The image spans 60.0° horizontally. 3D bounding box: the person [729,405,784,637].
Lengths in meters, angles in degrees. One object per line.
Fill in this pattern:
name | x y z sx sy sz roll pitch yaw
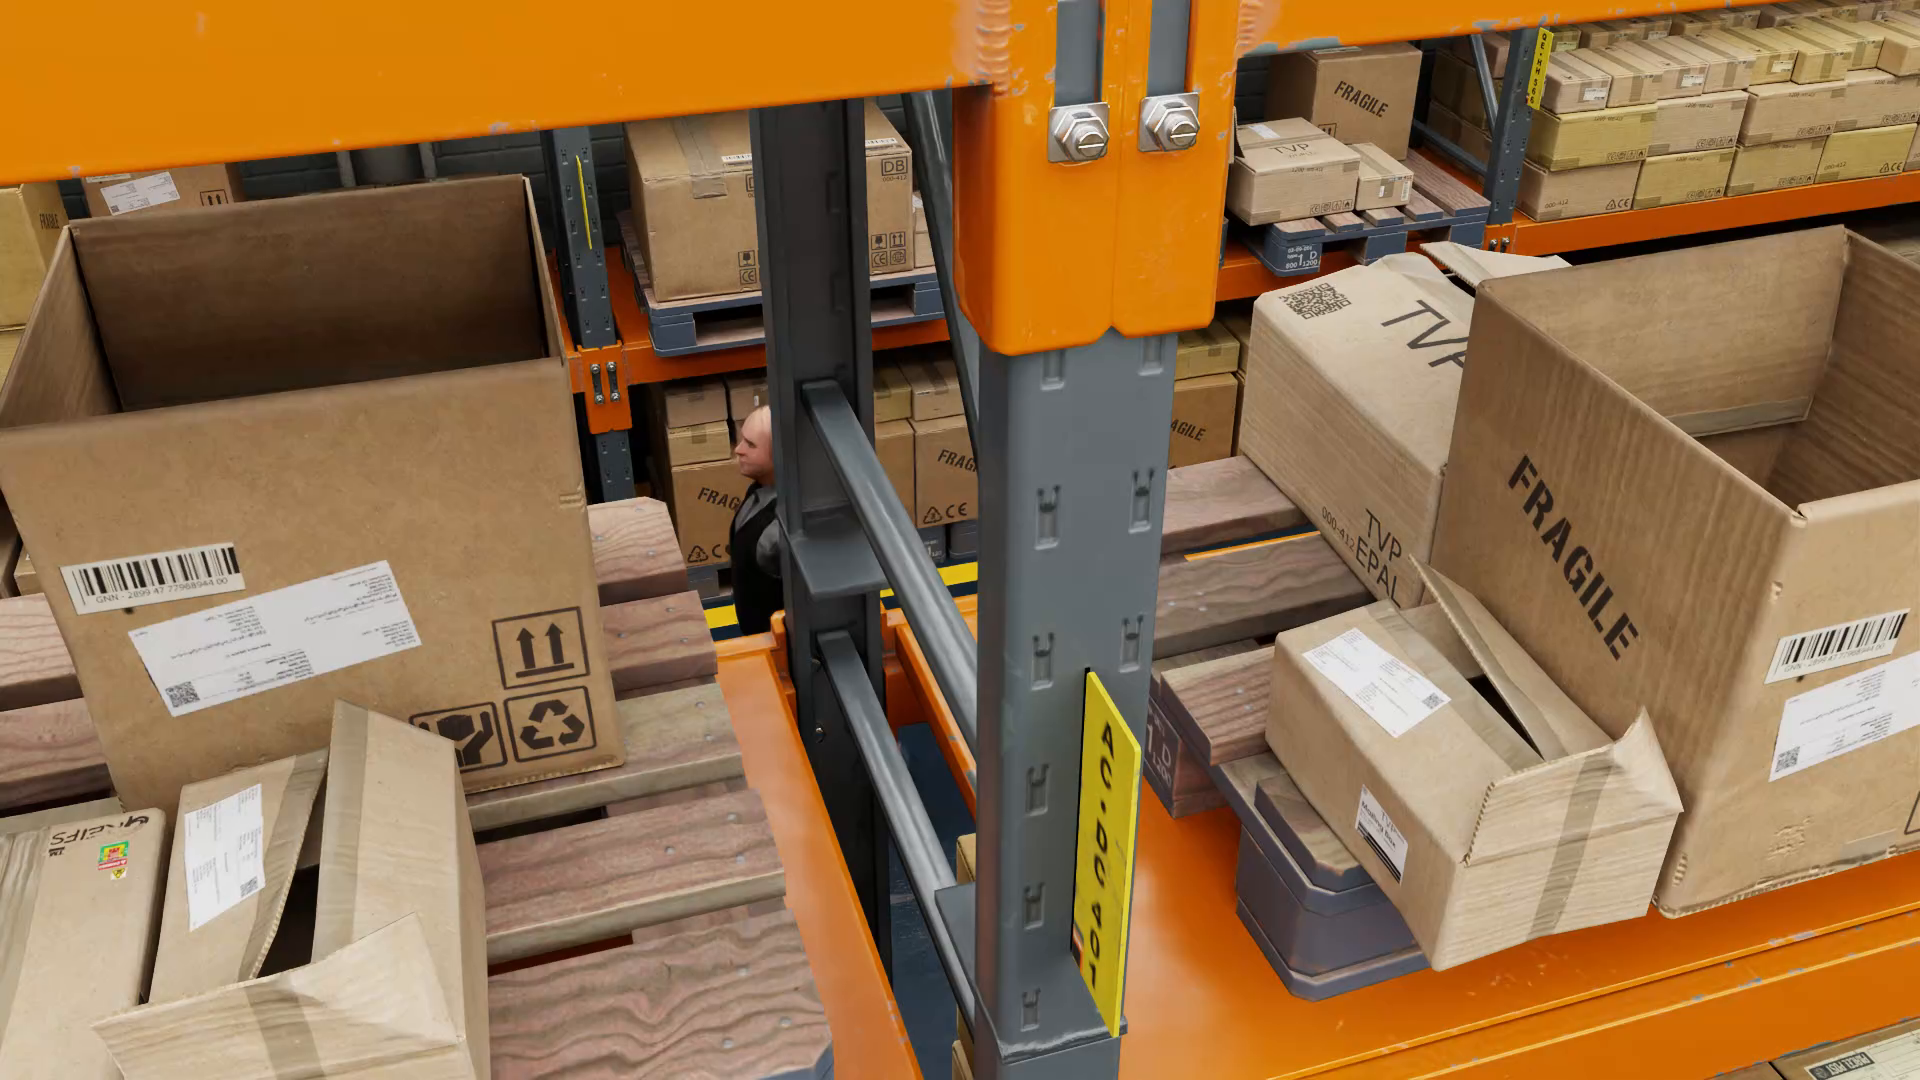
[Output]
person | -0.524 0.311 5.659 0.597 1.709 0.547 -7 34 -10
